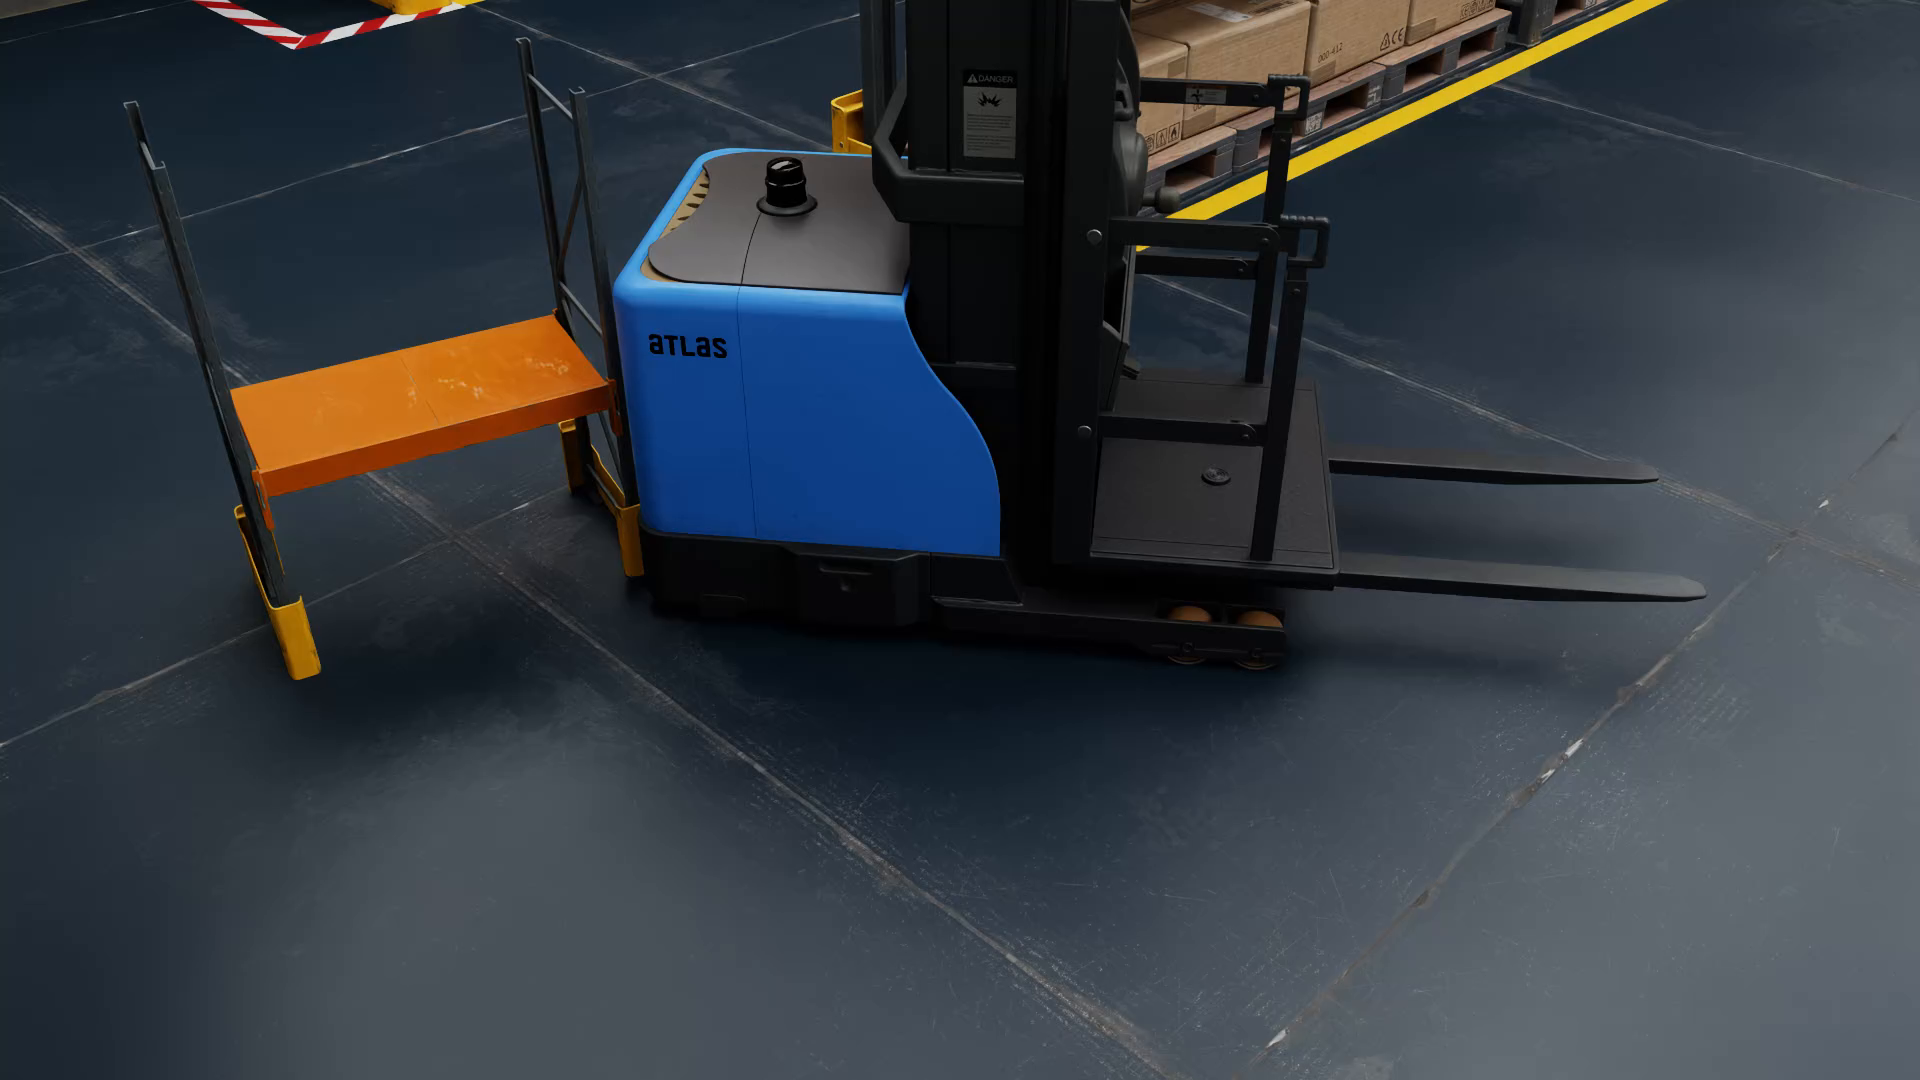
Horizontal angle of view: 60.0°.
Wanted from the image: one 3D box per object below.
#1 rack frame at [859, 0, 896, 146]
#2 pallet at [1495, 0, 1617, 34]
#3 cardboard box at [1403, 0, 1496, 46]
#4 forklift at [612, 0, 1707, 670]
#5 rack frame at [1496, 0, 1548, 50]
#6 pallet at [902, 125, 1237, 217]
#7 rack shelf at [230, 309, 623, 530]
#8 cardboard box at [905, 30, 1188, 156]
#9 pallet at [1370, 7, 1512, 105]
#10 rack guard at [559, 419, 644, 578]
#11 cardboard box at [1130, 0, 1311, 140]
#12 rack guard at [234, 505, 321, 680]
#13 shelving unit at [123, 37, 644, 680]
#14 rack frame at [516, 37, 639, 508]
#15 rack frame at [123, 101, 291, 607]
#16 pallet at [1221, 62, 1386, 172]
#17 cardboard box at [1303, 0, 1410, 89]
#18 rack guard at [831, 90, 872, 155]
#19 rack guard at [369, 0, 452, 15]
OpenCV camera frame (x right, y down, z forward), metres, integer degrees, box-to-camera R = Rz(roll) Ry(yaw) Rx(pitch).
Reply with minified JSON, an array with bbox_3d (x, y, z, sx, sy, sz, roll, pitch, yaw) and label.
[{"bbox_3d":[-0.019,-2.515,6.234,1.000,3.000,0.127,30,45,35],"label":"rack frame"},{"bbox_3d":[3.289,-3.338,9.852,1.003,0.211,1.213,30,45,35],"label":"pallet"},{"bbox_3d":[2.280,-3.048,8.871,0.875,0.438,0.875,29,44,35],"label":"cardboard box"},{"bbox_3d":[0.622,-1.158,4.348,3.031,2.935,1.130,4,35,6],"label":"forklift"},{"bbox_3d":[2.799,-4.139,8.562,1.000,3.000,0.127,30,45,35],"label":"rack frame"},{"bbox_3d":[0.488,-1.727,7.542,1.003,0.211,1.213,30,45,35],"label":"pallet"},{"bbox_3d":[-1.544,-0.369,4.782,1.000,0.185,0.538,-18,39,-24],"label":"rack shelf"},{"bbox_3d":[0.375,-1.944,7.288,0.875,0.438,0.875,28,44,34],"label":"cardboard box"},{"bbox_3d":[2.208,-2.718,8.962,1.003,0.211,1.213,30,45,35],"label":"pallet"},{"bbox_3d":[-1.118,-0.141,5.234,0.087,0.250,0.587,-18,39,-24],"label":"rack guard"},{"bbox_3d":[1.013,-2.319,7.826,0.875,0.438,0.875,-29,44,-34],"label":"cardboard box"},{"bbox_3d":[-1.985,0.139,4.832,0.087,0.250,0.587,-18,39,-24],"label":"rack guard"},{"bbox_3d":[-1.552,-0.514,4.676,1.083,1.500,0.587,-18,39,-24],"label":"shelving unit"},{"bbox_3d":[-1.101,-0.659,4.885,0.032,1.500,0.500,-18,39,-24],"label":"rack frame"},{"bbox_3d":[-1.986,-0.373,4.474,0.032,1.500,0.500,-18,39,-24],"label":"rack frame"},{"bbox_3d":[1.348,-2.220,8.249,1.003,0.211,1.213,30,45,35],"label":"pallet"},{"bbox_3d":[1.650,-2.685,8.350,0.875,0.438,0.875,28,44,34],"label":"cardboard box"},{"bbox_3d":[-0.036,-1.480,6.935,1.175,0.500,0.348,30,45,35],"label":"rack guard"},{"bbox_3d":[-3.491,-3.519,9.859,1.175,0.500,0.348,30,45,35],"label":"rack guard"}]
